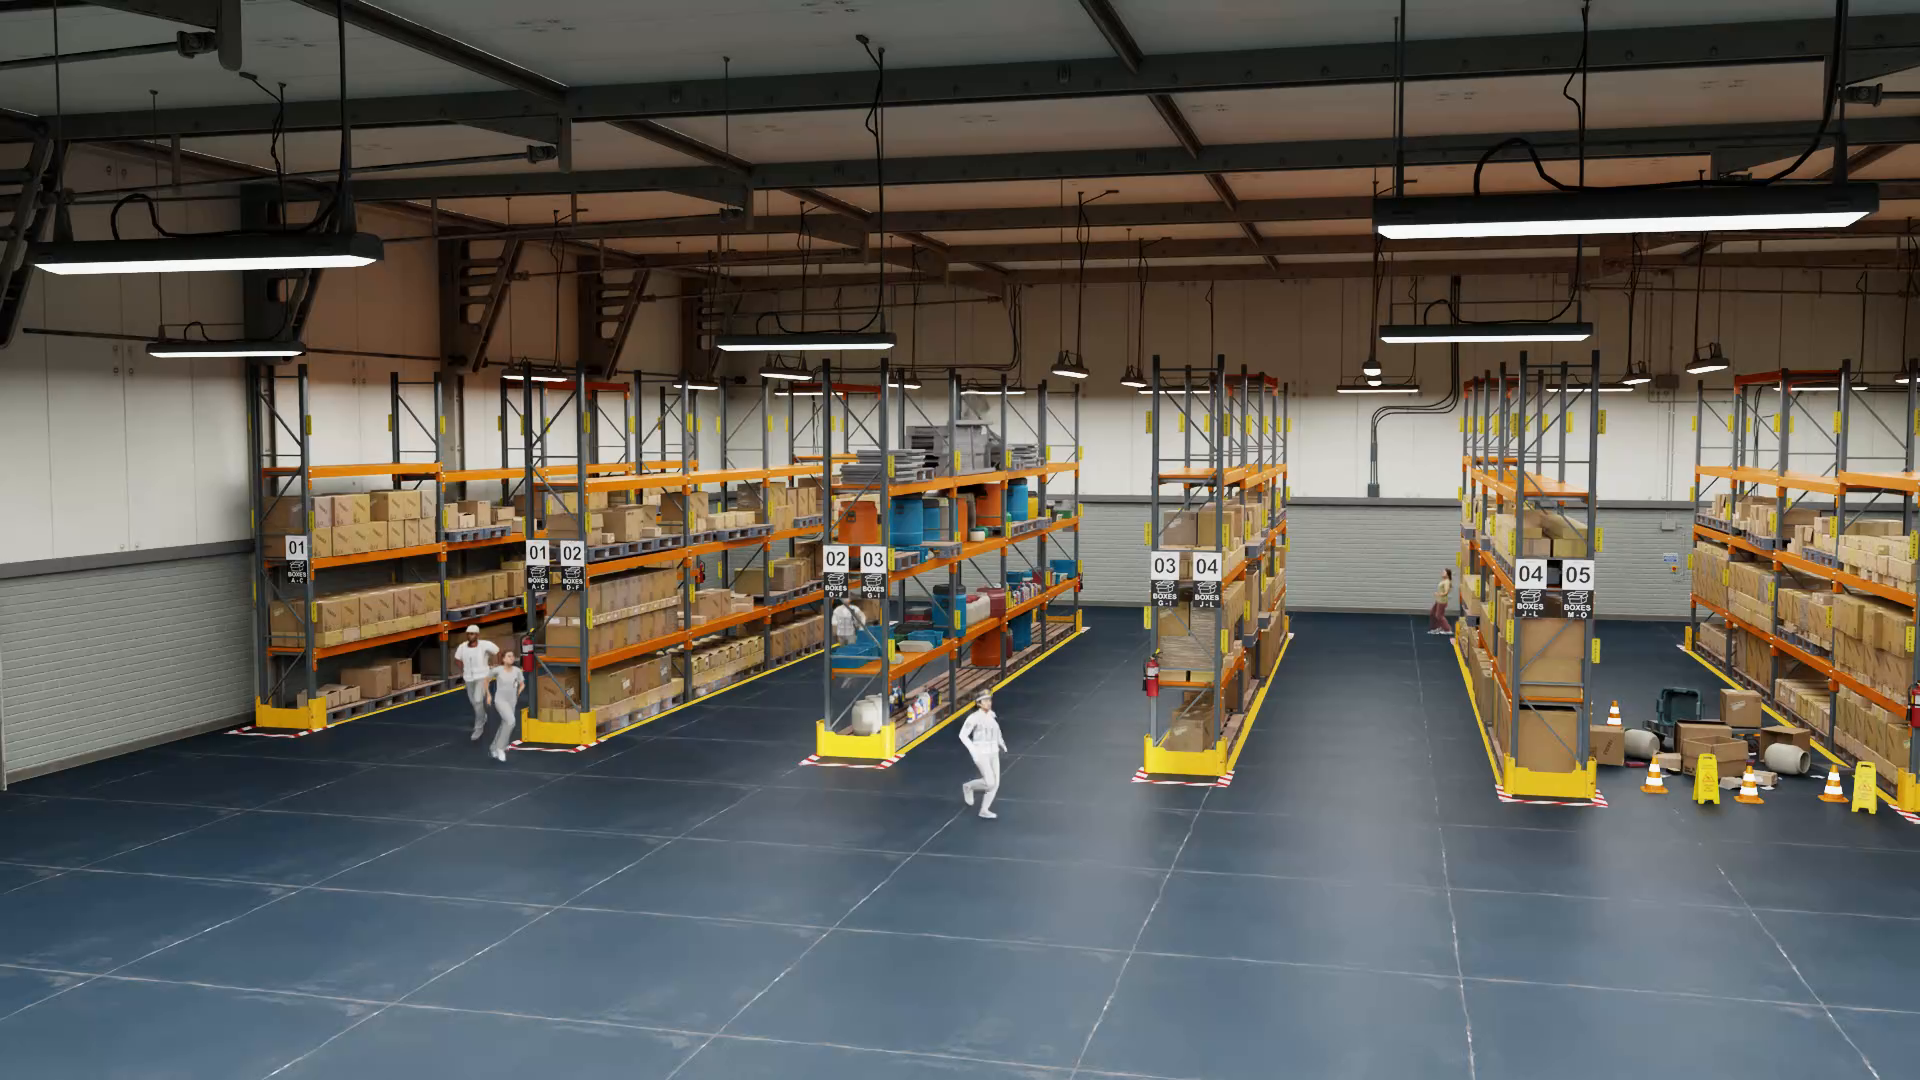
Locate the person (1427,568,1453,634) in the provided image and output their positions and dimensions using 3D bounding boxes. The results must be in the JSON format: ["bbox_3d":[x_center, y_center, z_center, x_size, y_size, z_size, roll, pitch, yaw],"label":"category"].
[{"bbox_3d":[11.420,1.494,39.513,0.575,1.625,0.714,1,4,15],"label":"person"}]

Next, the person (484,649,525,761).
[{"bbox_3d":[-6.771,2.445,24.884,0.553,1.639,0.663,-4,5,-44],"label":"person"}]

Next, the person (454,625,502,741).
[{"bbox_3d":[-7.799,2.259,26.781,0.762,1.803,0.893,1,4,9],"label":"person"}]

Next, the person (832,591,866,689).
[{"bbox_3d":[-2.047,1.768,30.092,0.598,1.726,0.821,1,4,12],"label":"person"}]

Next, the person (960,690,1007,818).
[{"bbox_3d":[0.321,2.721,21.239,0.629,1.643,0.543,-3,5,-41],"label":"person"}]
